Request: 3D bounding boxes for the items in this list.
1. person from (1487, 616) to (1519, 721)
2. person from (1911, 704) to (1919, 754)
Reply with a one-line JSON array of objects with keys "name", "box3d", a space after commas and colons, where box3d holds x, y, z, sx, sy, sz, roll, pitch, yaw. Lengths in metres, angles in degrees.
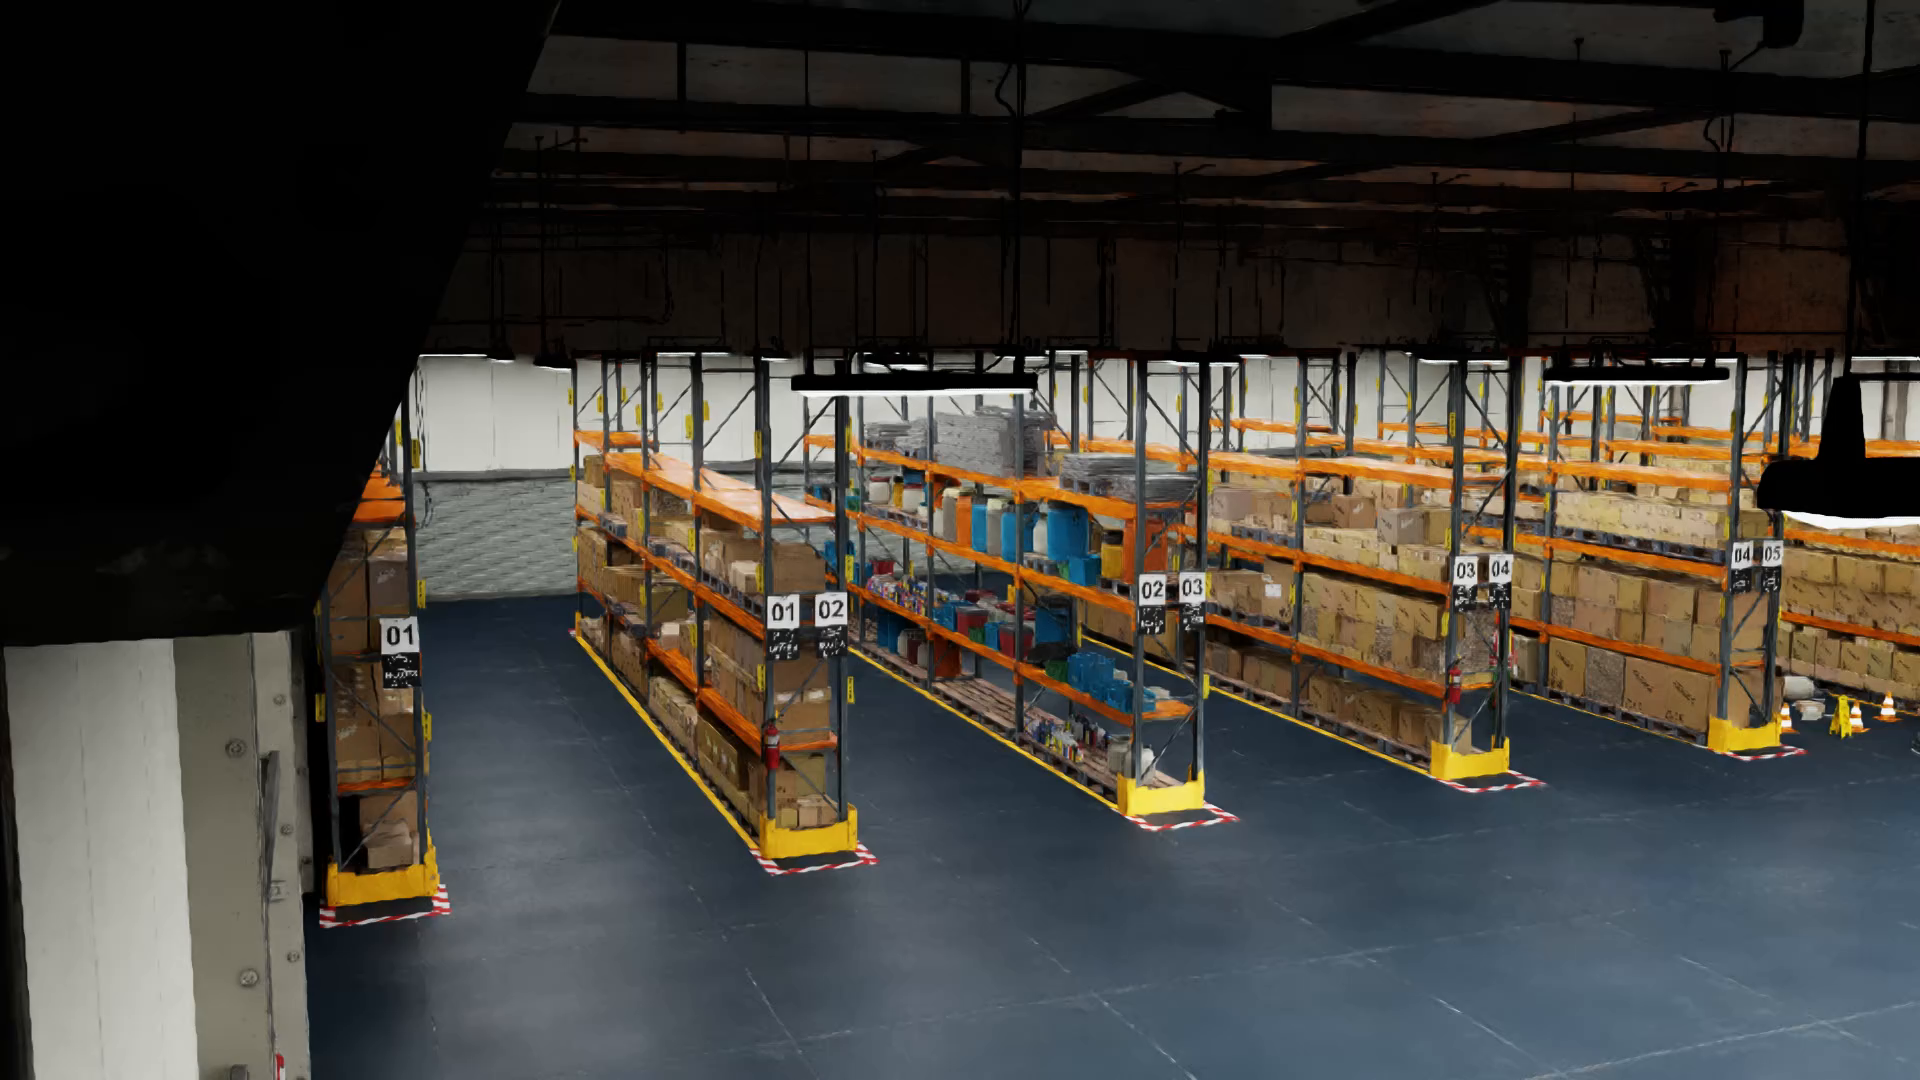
[{"name": "person", "box3d": [8.874, 2.078, 27.312, 0.579, 1.750, 0.942, -1, 7, -6]}, {"name": "person", "box3d": [14.412, 2.513, 24.540, 0.408, 1.533, 0.962, -1, 7, -11]}]
